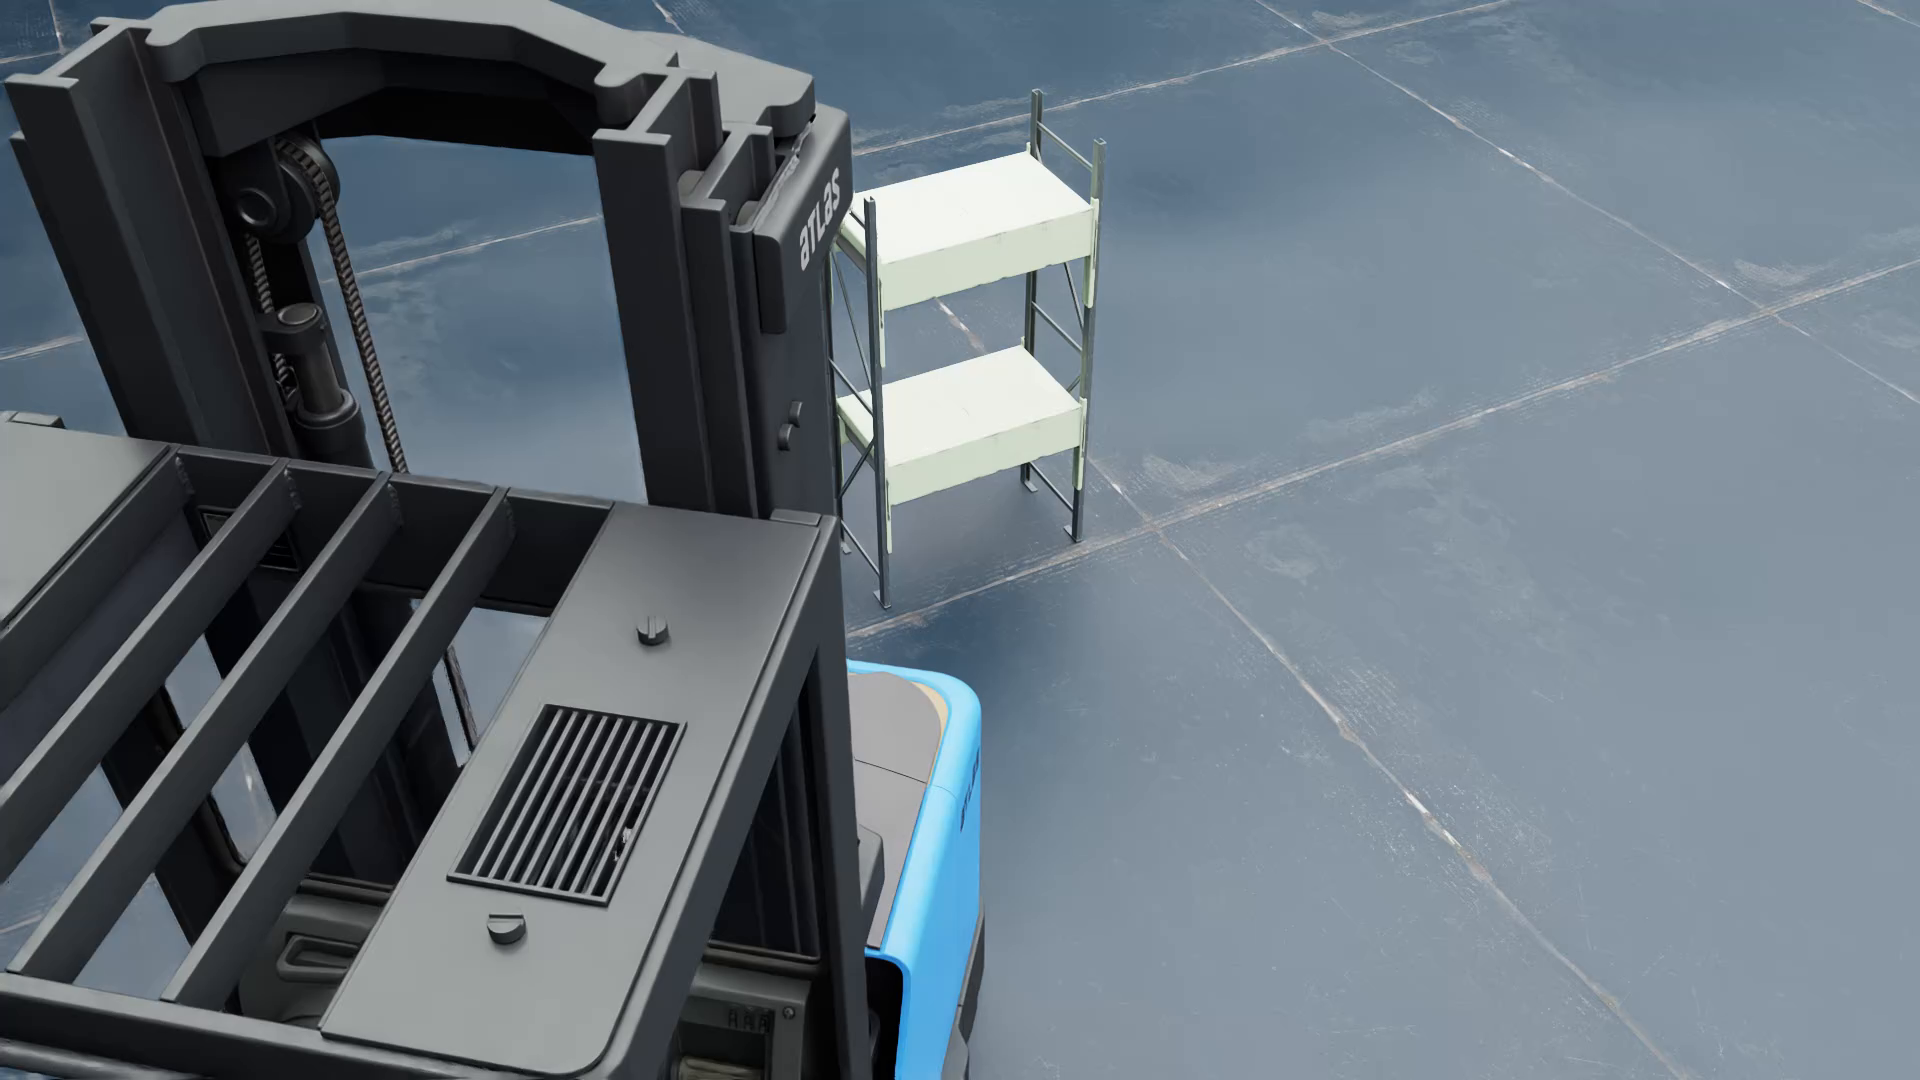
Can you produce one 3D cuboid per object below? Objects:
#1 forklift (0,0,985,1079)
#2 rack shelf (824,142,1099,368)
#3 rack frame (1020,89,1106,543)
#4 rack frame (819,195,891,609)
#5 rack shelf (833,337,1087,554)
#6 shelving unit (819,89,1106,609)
[{"bbox_3d":[-0.732,0.881,2.441,1.130,2.935,3.031,7,41,9],"label":"forklift"},{"bbox_3d":[-0.006,-0.868,5.011,0.720,0.370,0.431,-19,44,-21],"label":"rack shelf"},{"bbox_3d":[0.319,-0.680,5.392,0.023,1.500,0.400,-19,44,-21],"label":"rack frame"},{"bbox_3d":[-0.331,-0.461,5.134,0.023,1.500,0.400,-19,44,-21],"label":"rack frame"},{"bbox_3d":[-0.006,-0.322,5.474,0.720,0.370,0.431,-19,44,-21],"label":"rack shelf"},{"bbox_3d":[-0.006,-0.570,5.263,0.755,1.500,0.431,-19,44,-21],"label":"shelving unit"}]
